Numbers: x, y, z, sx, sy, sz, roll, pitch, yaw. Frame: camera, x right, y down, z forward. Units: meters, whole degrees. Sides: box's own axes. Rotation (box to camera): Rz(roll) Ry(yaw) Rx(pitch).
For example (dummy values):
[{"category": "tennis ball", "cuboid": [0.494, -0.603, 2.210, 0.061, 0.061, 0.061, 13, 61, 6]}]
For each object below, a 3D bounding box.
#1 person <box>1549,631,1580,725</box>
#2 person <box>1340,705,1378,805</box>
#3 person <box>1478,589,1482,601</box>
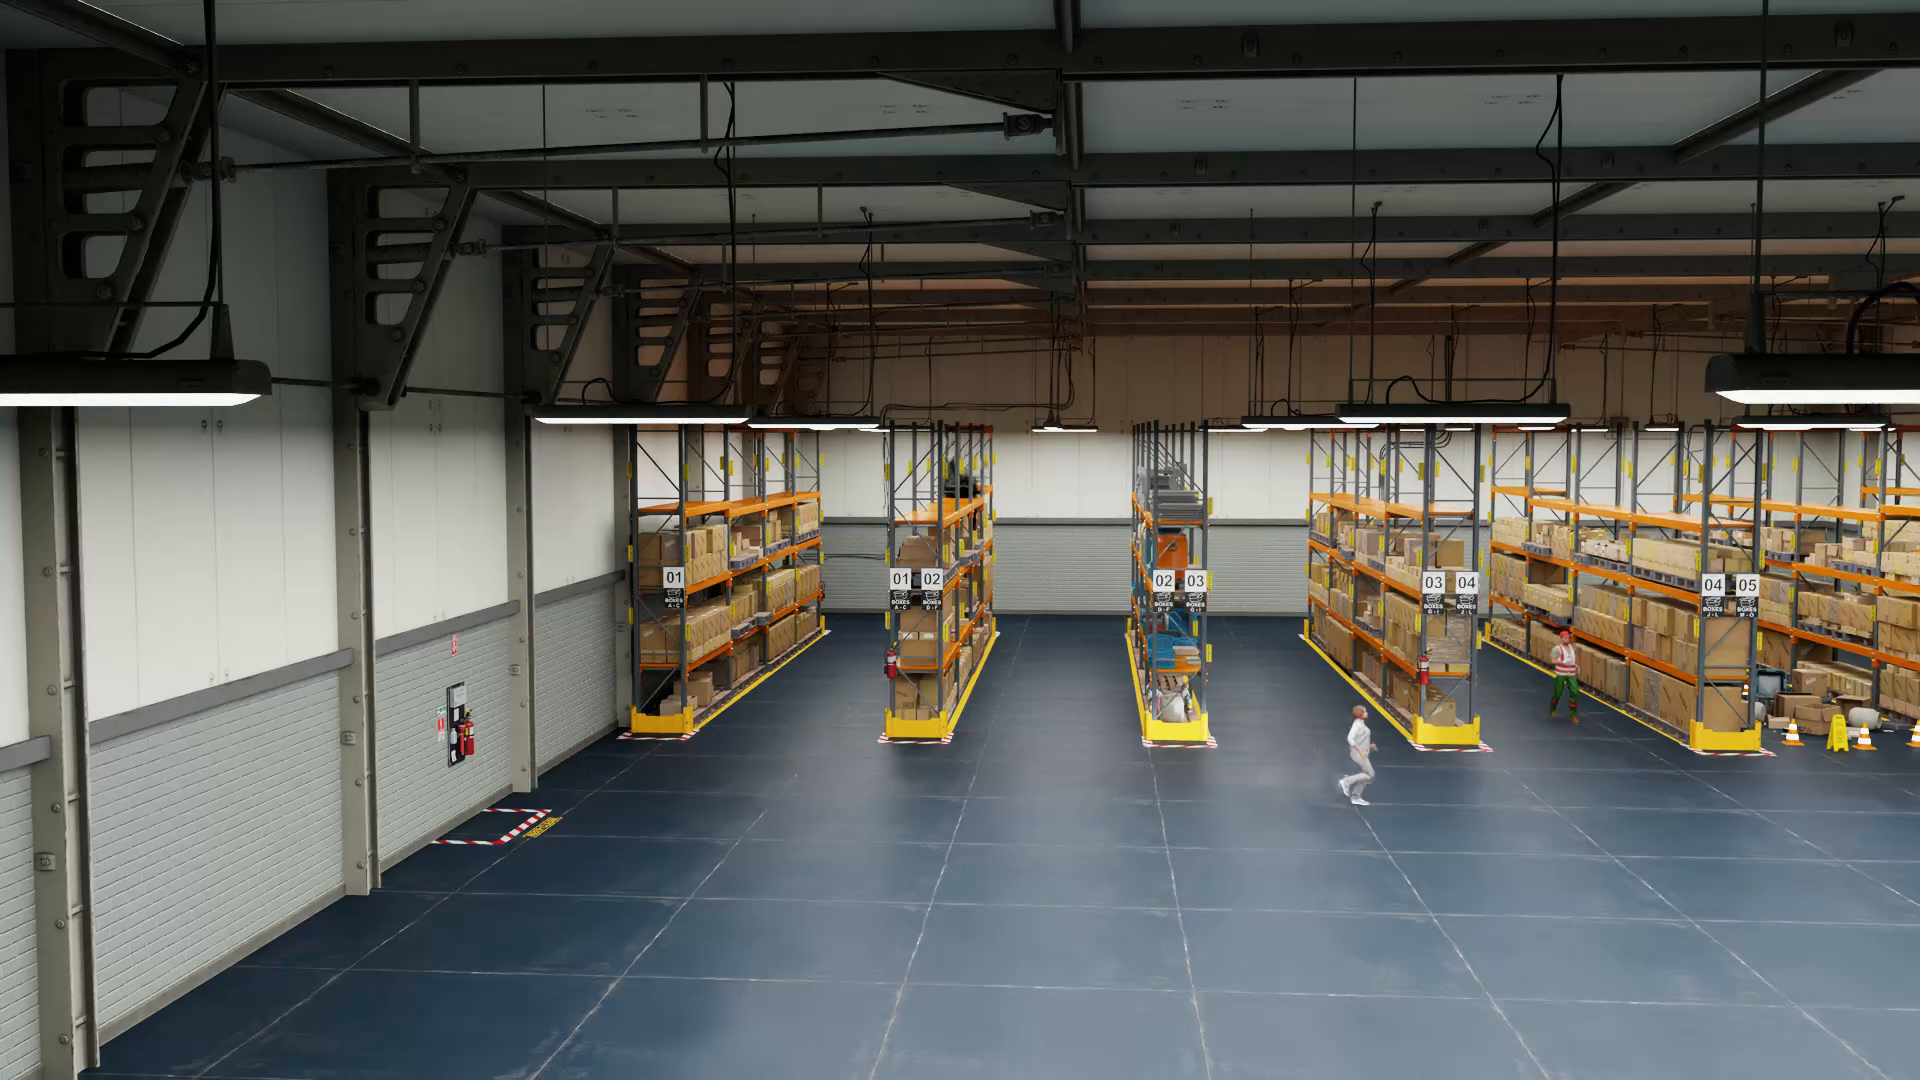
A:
[{"category": "person", "cuboid": [12.048, 2.715, 33.109, 0.653, 1.828, 0.869, 0, 4, -6]}, {"category": "person", "cuboid": [6.173, 3.325, 25.700, 0.545, 1.555, 0.536, 1, 4, 20]}, {"category": "person", "cuboid": [14.398, 1.872, 47.080, 0.700, 1.755, 0.717, -2, 4, -25]}]
